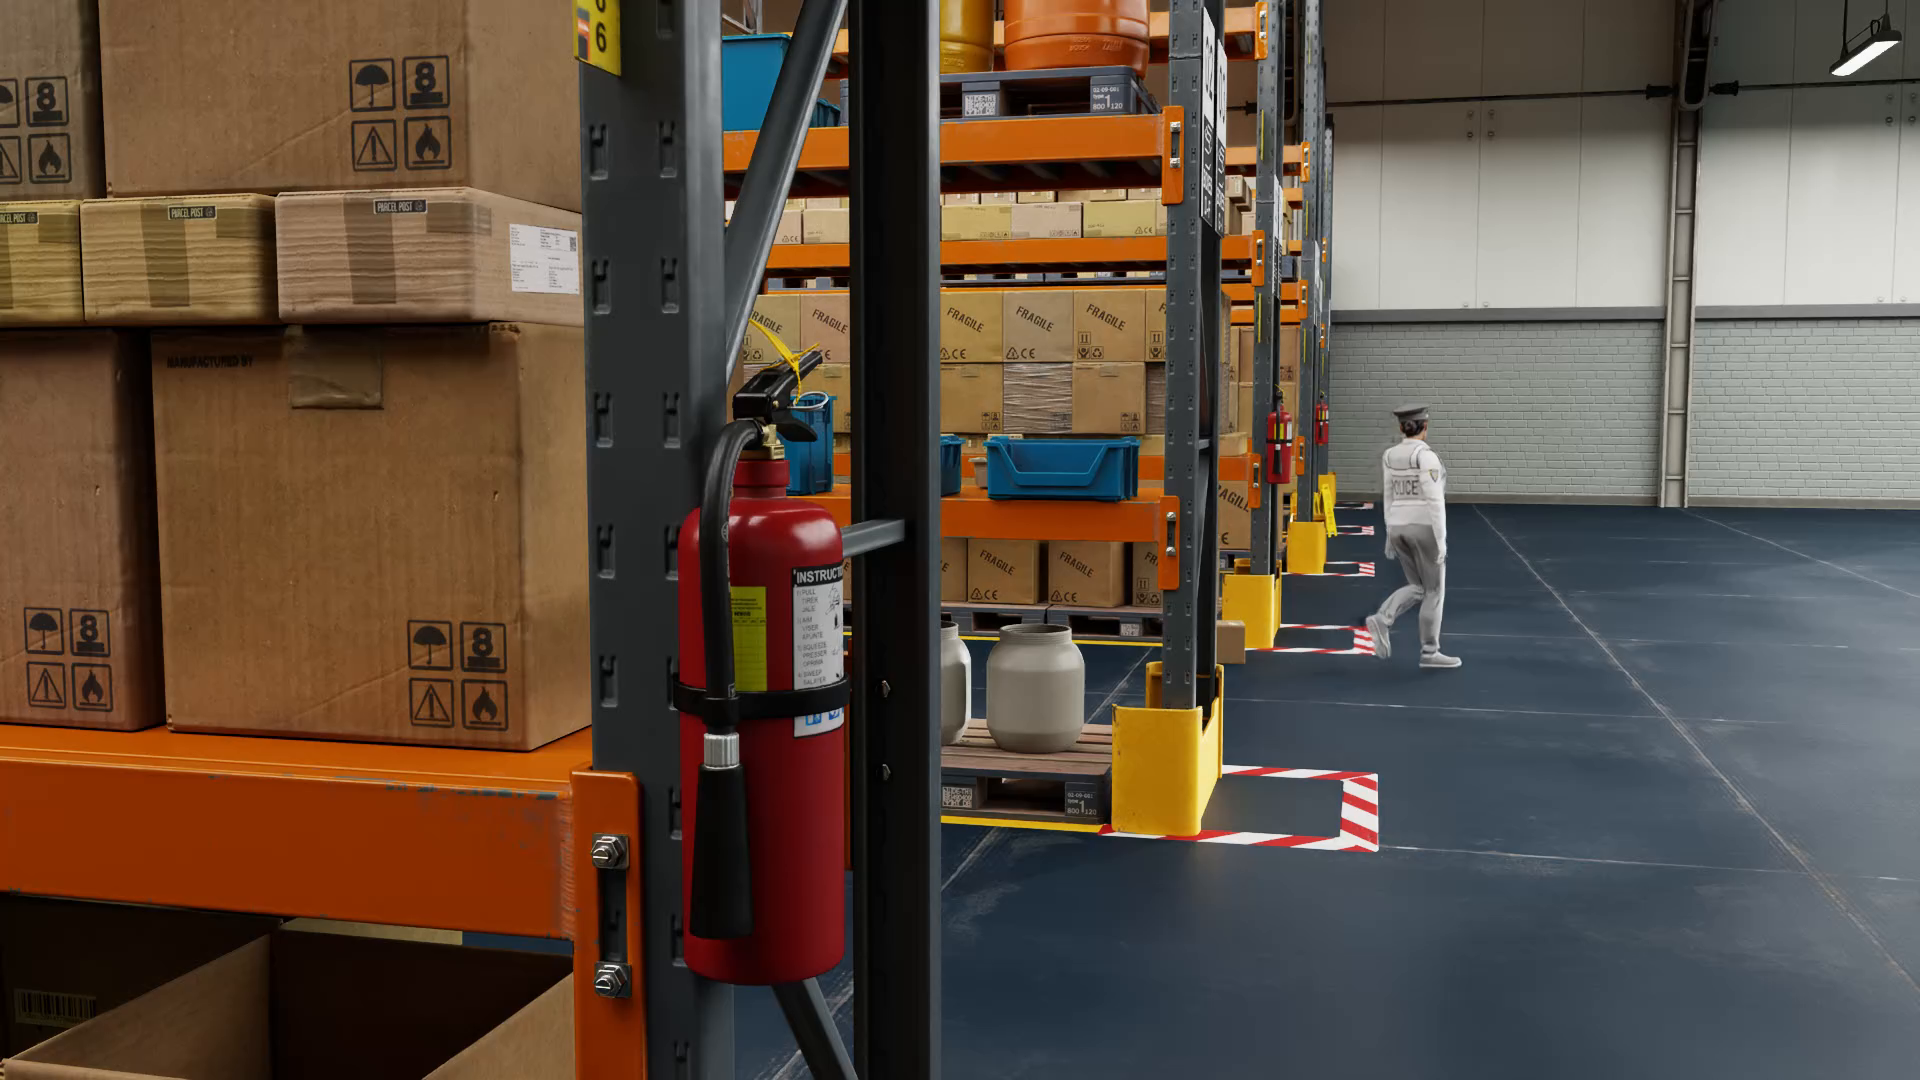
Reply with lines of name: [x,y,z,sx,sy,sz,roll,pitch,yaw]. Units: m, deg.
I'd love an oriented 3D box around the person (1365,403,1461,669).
person: [2.816,-0.027,10.387,0.553,1.645,0.536,-2,5,-23]
